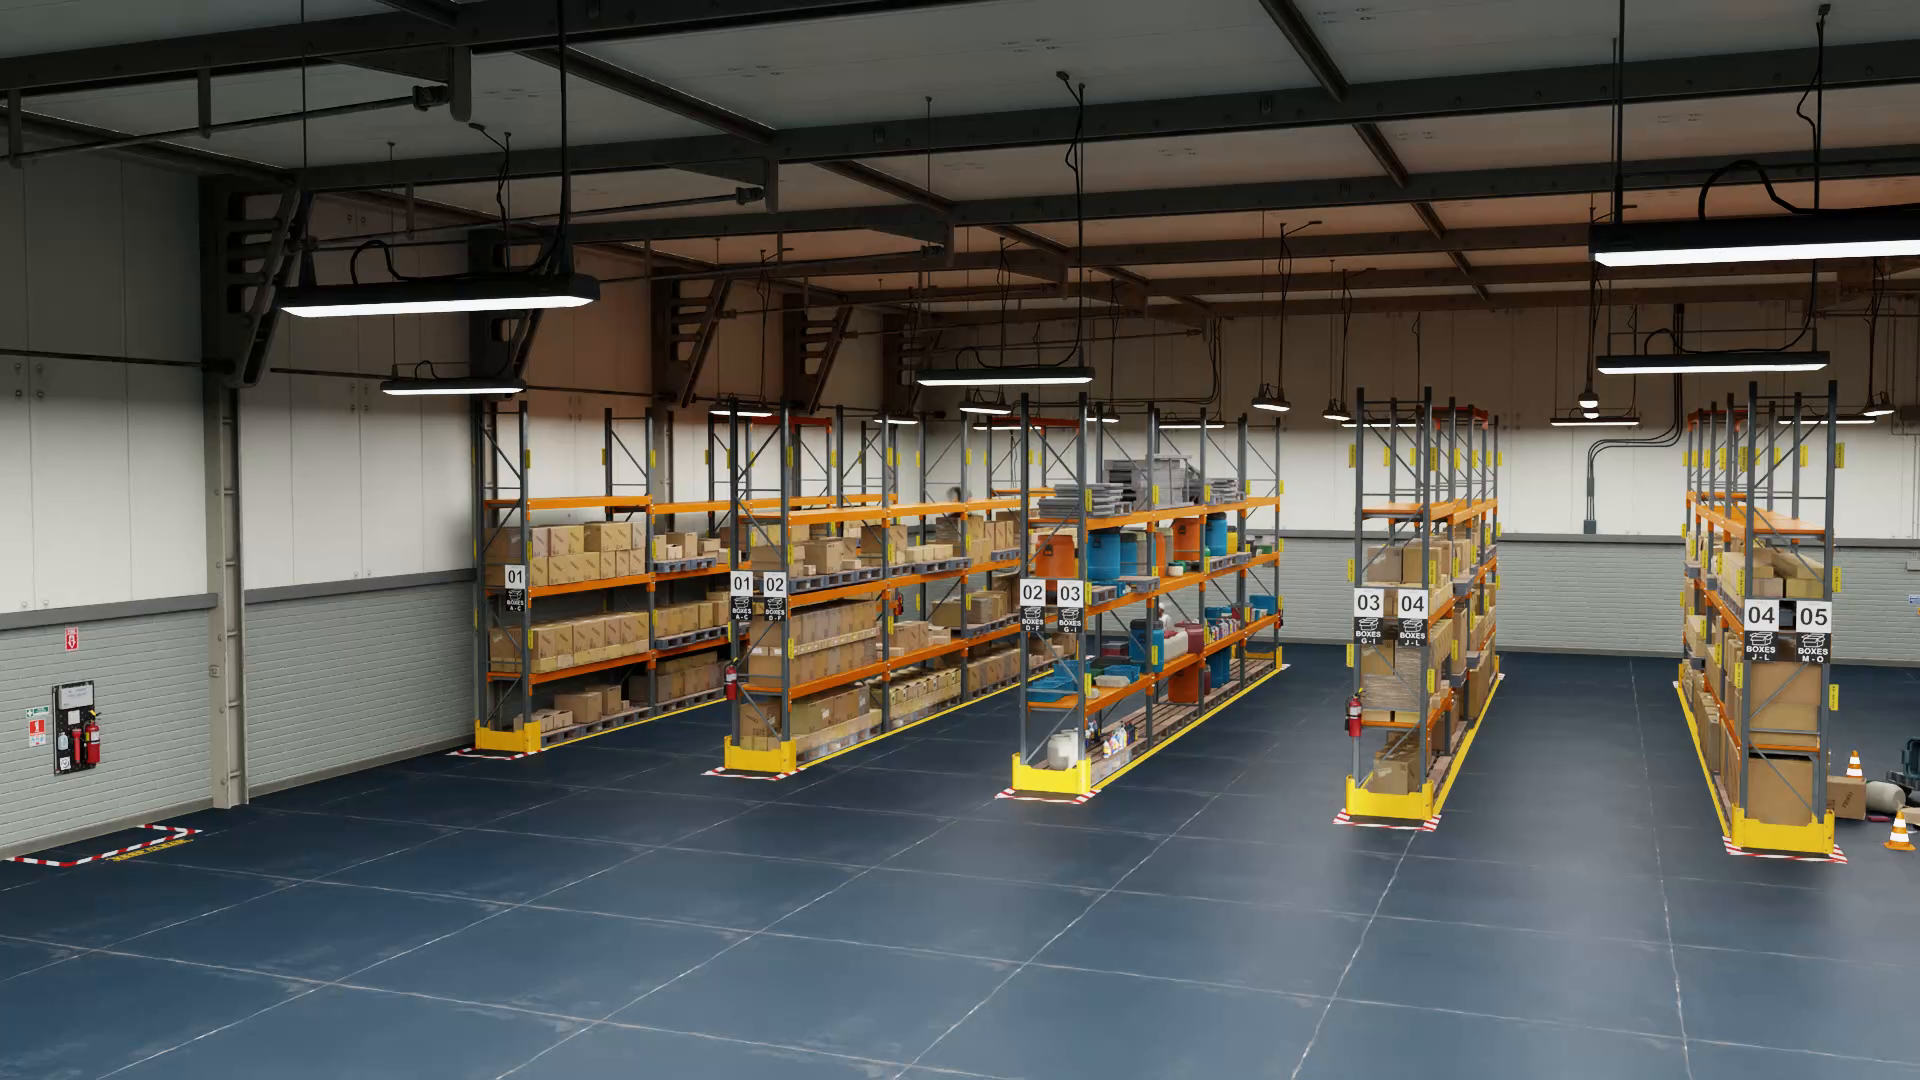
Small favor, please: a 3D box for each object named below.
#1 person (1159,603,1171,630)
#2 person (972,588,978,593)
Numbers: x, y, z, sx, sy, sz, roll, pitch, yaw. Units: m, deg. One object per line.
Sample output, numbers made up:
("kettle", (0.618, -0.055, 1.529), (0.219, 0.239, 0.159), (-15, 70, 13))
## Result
("person", (4.532, 2.328, 37.810), (0.600, 1.807, 0.879), (1, 3, 25))
("person", (0.359, 2.055, 44.439), (0.719, 1.557, 0.441), (2, 3, 36))
